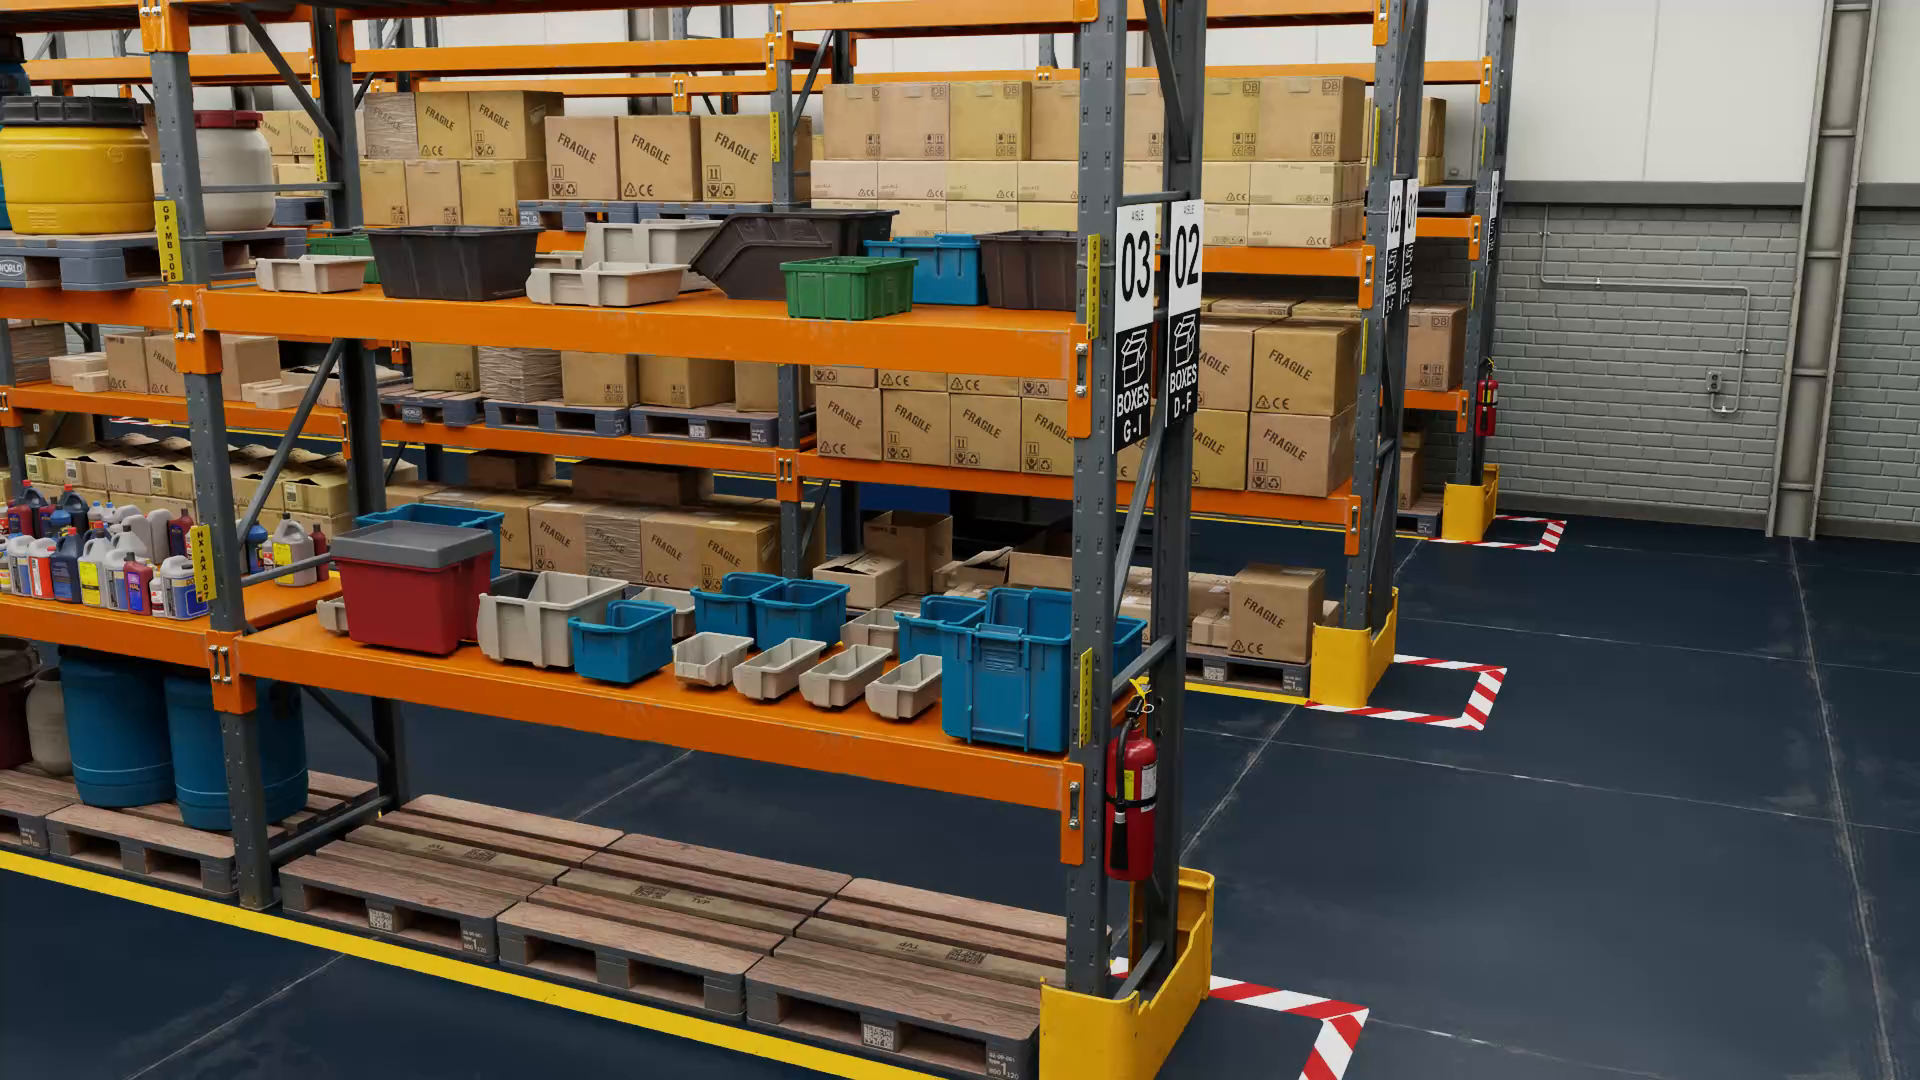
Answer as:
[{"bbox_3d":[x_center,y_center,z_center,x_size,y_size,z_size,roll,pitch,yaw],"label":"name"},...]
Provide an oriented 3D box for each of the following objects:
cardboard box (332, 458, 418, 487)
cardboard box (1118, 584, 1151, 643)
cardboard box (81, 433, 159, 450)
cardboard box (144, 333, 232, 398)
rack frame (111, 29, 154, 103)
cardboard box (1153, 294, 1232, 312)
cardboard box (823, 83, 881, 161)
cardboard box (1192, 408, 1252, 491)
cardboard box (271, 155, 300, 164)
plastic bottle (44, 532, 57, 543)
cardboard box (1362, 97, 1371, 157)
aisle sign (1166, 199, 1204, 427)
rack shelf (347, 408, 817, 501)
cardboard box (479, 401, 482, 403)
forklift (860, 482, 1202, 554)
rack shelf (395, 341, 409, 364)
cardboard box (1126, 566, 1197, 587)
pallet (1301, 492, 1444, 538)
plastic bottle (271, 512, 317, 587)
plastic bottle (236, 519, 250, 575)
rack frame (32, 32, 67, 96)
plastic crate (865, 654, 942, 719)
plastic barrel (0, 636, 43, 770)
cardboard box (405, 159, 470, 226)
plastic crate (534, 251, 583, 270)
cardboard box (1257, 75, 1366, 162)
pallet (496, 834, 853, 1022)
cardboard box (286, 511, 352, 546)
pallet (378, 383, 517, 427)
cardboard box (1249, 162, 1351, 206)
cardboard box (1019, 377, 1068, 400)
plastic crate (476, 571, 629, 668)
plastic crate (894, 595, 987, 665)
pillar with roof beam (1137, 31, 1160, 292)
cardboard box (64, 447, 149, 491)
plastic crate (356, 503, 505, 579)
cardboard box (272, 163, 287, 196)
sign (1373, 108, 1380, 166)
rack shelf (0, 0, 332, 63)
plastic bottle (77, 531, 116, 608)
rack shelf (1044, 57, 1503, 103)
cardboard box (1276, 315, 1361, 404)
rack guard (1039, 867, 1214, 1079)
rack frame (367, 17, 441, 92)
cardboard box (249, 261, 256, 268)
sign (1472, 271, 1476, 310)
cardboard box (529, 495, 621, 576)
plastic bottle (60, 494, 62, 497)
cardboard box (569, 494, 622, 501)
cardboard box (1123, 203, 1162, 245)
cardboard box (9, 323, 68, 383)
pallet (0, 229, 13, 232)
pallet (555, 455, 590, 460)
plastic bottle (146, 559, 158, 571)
[{"bbox_3d":[-5.035,-0.530,14.321,0.500,0.311,0.500,6,15,25],"label":"cardboard box"},{"bbox_3d":[1.186,0.490,11.156,0.500,0.250,0.500,6,14,23],"label":"cardboard box"},{"bbox_3d":[-7.845,-0.813,15.526,0.500,0.311,0.500,6,14,23],"label":"cardboard box"},{"bbox_3d":[-6.697,-1.531,14.494,0.500,0.500,0.500,6,14,23],"label":"cardboard box"},{"bbox_3d":[-9.986,-5.978,20.531,0.127,3.000,1.000,6,14,23],"label":"rack frame"},{"bbox_3d":[2.140,-1.970,15.929,0.700,0.700,0.980,5,14,22],"label":"cardboard box"},{"bbox_3d":[-0.557,-2.870,11.447,0.500,0.500,0.700,6,14,23],"label":"cardboard box"},{"bbox_3d":[1.644,-0.622,10.621,0.500,0.500,0.500,6,14,24],"label":"cardboard box"},{"bbox_3d":[-7.870,-4.293,19.657,0.500,0.500,0.500,5,14,21],"label":"cardboard box"},{"bbox_3d":[-4.403,0.096,8.063,0.097,0.271,0.097,0,13,0],"label":"plastic bottle"},{"bbox_3d":[3.410,-3.641,14.689,0.500,0.500,0.500,6,15,25],"label":"cardboard box"},{"bbox_3d":[0.816,-0.828,6.028,0.004,0.787,0.394,6,14,23],"label":"aisle sign"},{"bbox_3d":[-2.846,-0.746,12.944,4.000,0.370,1.077,6,14,23],"label":"rack shelf"},{"bbox_3d":[-5.649,-1.619,19.599,0.500,0.500,0.700,6,15,25],"label":"cardboard box"},{"bbox_3d":[0.551,-1.360,14.134,3.031,2.935,1.130,7,15,27],"label":"forklift"},{"bbox_3d":[-4.500,-2.152,18.932,4.000,0.370,1.077,6,14,23],"label":"rack shelf"},{"bbox_3d":[1.343,0.381,11.621,0.500,0.250,0.500,6,14,23],"label":"cardboard box"},{"bbox_3d":[3.880,-0.276,15.471,1.213,0.211,1.003,6,14,23],"label":"pallet"},{"bbox_3d":[-3.255,0.043,8.115,0.185,0.351,0.144,6,14,23],"label":"plastic bottle"},{"bbox_3d":[-3.631,0.027,8.346,0.135,0.276,0.152,6,14,23],"label":"plastic bottle"},{"bbox_3d":[-8.332,-4.572,14.543,0.127,3.000,1.000,6,14,23],"label":"rack frame"},{"bbox_3d":[-0.189,0.554,6.272,0.243,0.136,0.396,6,14,23],"label":"plastic crate"},{"bbox_3d":[-5.198,0.868,8.848,0.708,0.588,0.600,6,14,23],"label":"plastic barrel"},{"bbox_3d":[-3.796,-2.710,12.954,0.500,0.500,0.910,6,14,23],"label":"cardboard box"},{"bbox_3d":[-1.710,-1.171,7.191,0.466,0.136,0.293,6,14,23],"label":"plastic crate"},{"bbox_3d":[2.163,-2.581,10.216,0.500,0.500,0.700,6,14,23],"label":"cardboard box"},{"bbox_3d":[-1.220,1.653,7.249,1.213,0.211,1.003,6,14,23],"label":"pallet"},{"bbox_3d":[-5.255,-0.145,13.907,0.500,0.250,0.500,6,15,25],"label":"cardboard box"},{"bbox_3d":[-4.027,-1.140,13.468,1.003,0.211,1.213,6,14,23],"label":"pallet"},{"bbox_3d":[2.067,-2.166,10.089,0.500,0.250,0.500,6,14,23],"label":"cardboard box"},{"bbox_3d":[0.714,-1.202,10.903,0.500,0.500,0.500,6,15,25],"label":"cardboard box"},{"bbox_3d":[-1.706,0.331,6.906,0.530,0.282,0.437,6,14,23],"label":"plastic crate"},{"bbox_3d":[-0.064,0.393,6.751,0.300,0.233,0.416,6,14,23],"label":"plastic crate"},{"bbox_3d":[0.232,-4.084,12.461,0.400,9.000,9.100,6,14,23],"label":"pillar with roof beam"},{"bbox_3d":[-7.599,-0.653,14.843,0.500,0.311,0.500,6,14,23],"label":"cardboard box"},{"bbox_3d":[-2.462,0.073,7.780,0.575,0.384,0.392,6,14,23],"label":"plastic crate"},{"bbox_3d":[-5.599,-2.948,13.597,0.500,0.250,0.500,6,15,25],"label":"cardboard box"},{"bbox_3d":[2.397,-2.319,9.566,0.005,0.325,0.100,6,14,23],"label":"sign"},{"bbox_3d":[-4.856,-2.438,7.897,4.000,0.370,1.077,6,14,23],"label":"rack shelf"},{"bbox_3d":[-4.000,0.130,7.743,0.185,0.351,0.144,6,14,23],"label":"plastic bottle"},{"bbox_3d":[2.814,-4.137,15.138,4.000,0.370,1.077,6,14,23],"label":"rack shelf"},{"bbox_3d":[2.341,-1.173,10.780,0.500,0.500,0.500,6,15,25],"label":"cardboard box"},{"bbox_3d":[0.657,1.709,6.376,0.348,0.500,1.175,6,14,23],"label":"rack guard"},{"bbox_3d":[-6.329,-5.607,18.954,0.127,3.000,1.000,6,14,23],"label":"rack frame"},{"bbox_3d":[-8.277,-3.110,20.084,0.500,0.500,0.500,6,15,25],"label":"cardboard box"},{"bbox_3d":[4.410,-2.143,14.270,0.005,0.325,0.100,6,14,23],"label":"sign"},{"bbox_3d":[-2.957,-0.035,12.847,0.500,0.500,0.500,5,14,21],"label":"cardboard box"},{"bbox_3d":[-4.806,-0.107,8.901,0.133,0.283,0.061,6,14,23],"label":"plastic bottle"},{"bbox_3d":[-2.769,-0.146,13.320,0.500,0.500,0.500,5,14,21],"label":"cardboard box"},{"bbox_3d":[1.148,-2.013,10.531,0.500,0.250,0.500,6,14,23],"label":"cardboard box"},{"bbox_3d":[-8.740,-1.740,15.386,0.500,0.500,0.700,5,14,22],"label":"cardboard box"},{"bbox_3d":[-4.822,-1.402,8.011,1.213,0.211,1.003,6,14,23],"label":"pallet"},{"bbox_3d":[-4.497,-1.145,19.172,1.213,0.211,1.003,6,14,23],"label":"pallet"},{"bbox_3d":[-3.819,0.189,7.819,0.097,0.201,0.097,0,13,0],"label":"plastic bottle"}]
